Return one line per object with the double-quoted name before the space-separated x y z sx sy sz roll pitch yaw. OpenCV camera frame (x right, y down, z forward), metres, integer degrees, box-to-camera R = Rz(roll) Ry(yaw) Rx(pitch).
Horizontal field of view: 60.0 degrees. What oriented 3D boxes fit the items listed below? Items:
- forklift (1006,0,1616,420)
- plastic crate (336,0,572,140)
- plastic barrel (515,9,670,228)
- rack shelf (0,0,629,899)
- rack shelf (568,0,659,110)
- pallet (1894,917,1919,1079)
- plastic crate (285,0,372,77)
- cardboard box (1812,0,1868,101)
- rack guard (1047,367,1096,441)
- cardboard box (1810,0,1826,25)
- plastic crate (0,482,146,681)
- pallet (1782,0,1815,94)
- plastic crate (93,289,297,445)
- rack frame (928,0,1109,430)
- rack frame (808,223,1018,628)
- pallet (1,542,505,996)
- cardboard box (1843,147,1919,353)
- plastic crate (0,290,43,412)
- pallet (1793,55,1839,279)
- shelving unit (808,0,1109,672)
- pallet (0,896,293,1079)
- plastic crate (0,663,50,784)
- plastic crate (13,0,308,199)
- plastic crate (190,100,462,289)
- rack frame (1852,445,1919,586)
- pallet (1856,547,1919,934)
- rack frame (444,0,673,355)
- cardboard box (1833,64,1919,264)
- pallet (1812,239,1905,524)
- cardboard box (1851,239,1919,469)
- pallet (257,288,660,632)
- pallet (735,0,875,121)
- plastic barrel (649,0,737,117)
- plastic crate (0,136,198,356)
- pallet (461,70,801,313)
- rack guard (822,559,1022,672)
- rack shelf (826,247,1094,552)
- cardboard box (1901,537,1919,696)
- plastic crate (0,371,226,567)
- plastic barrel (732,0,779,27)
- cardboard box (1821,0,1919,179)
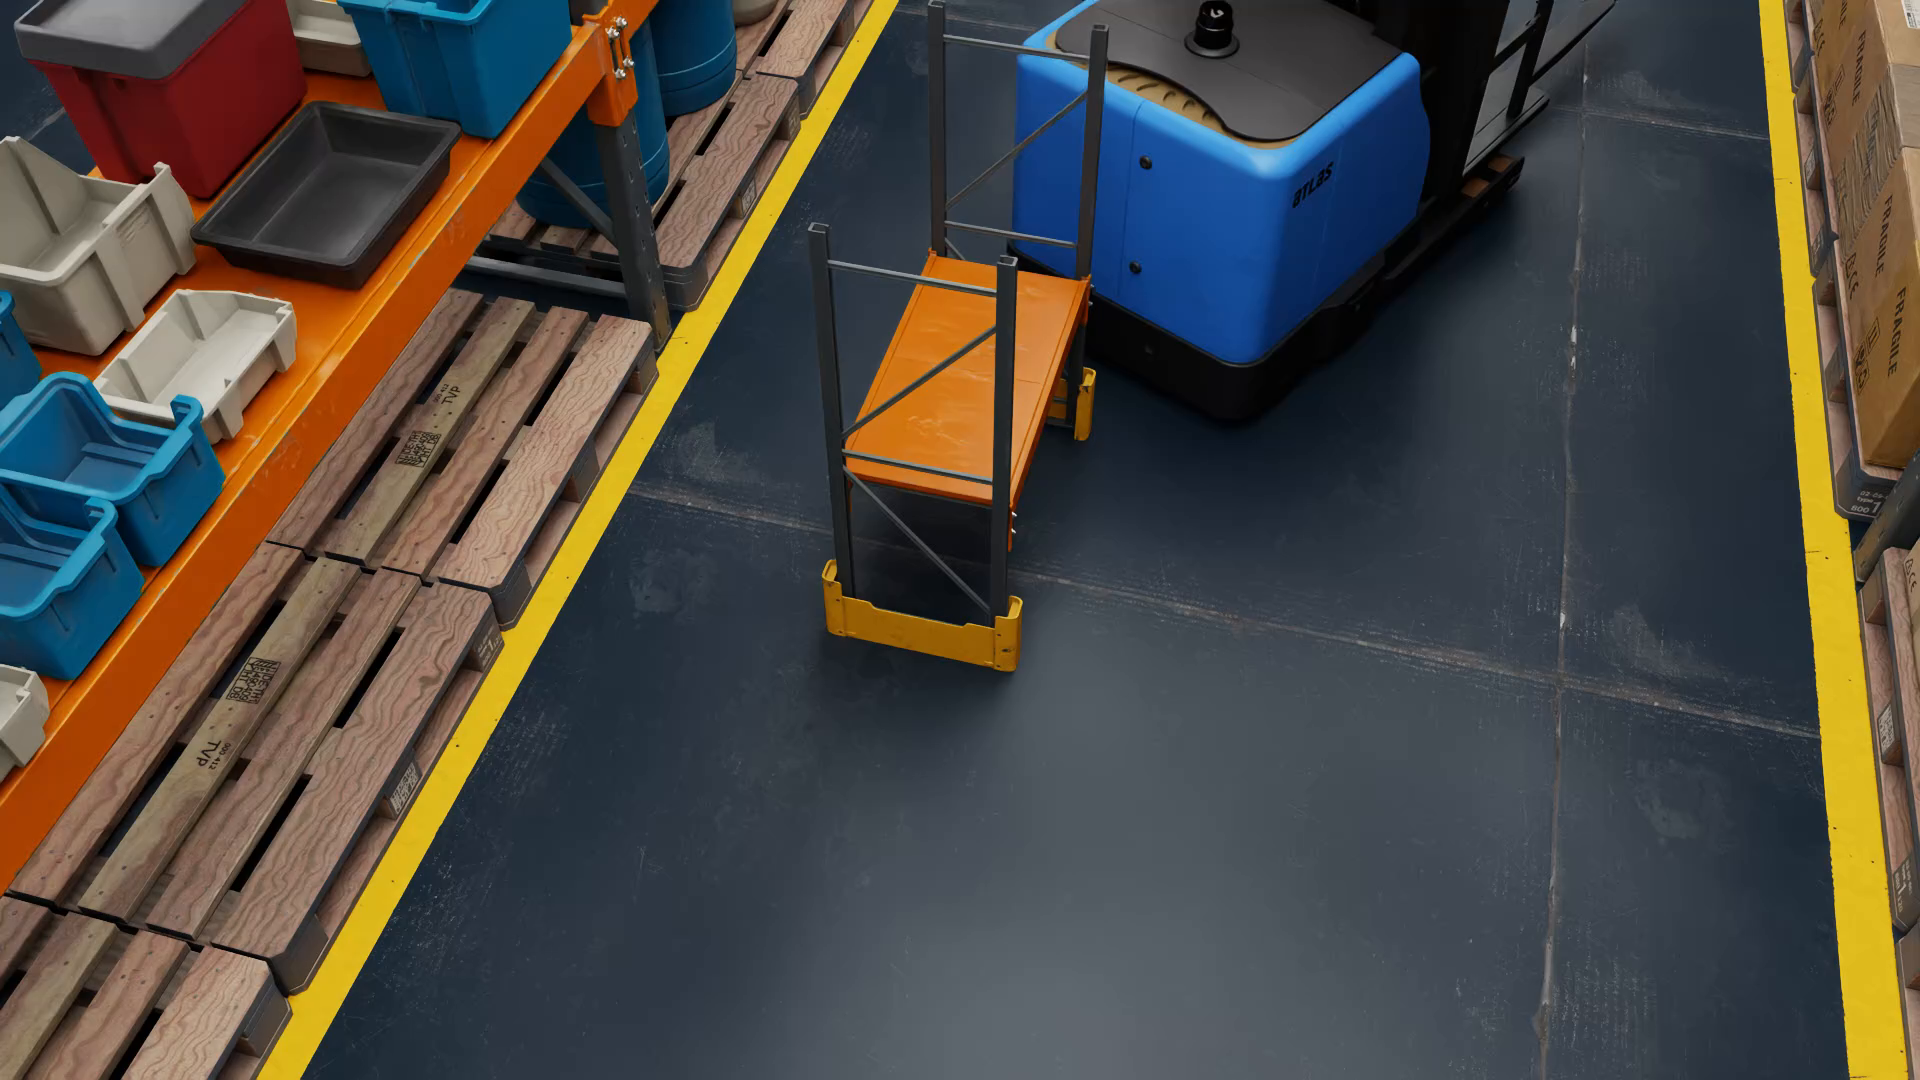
"forklift" 1.505 -2.401 5.414 1.130 2.935 3.031 33 56 26
"plastic crate" -1.311 -1.394 4.450 0.392 0.384 0.575 12 50 10
"plastic barrel" -1.358 -1.619 5.798 0.600 0.901 0.708 12 50 10
"rack shelf" -2.044 -0.099 3.817 1.077 0.370 4.000 12 50 10
"rack shelf" -0.991 -2.993 6.370 1.077 0.370 4.000 12 50 10
"pallet" 2.759 1.501 3.785 1.003 0.211 1.213 12 50 10
"plastic crate" -1.778 -1.408 4.628 0.396 0.136 0.243 12 50 10
"cardboard box" 3.648 -2.001 6.389 0.500 0.500 0.500 11 49 10
"rack guard" 0.151 -0.498 5.523 0.587 0.250 0.087 12 50 10
"cardboard box" 3.785 -2.363 6.709 0.500 0.500 0.500 10 49 9
"plastic crate" -1.841 0.079 3.252 0.416 0.233 0.300 12 50 10
"pallet" 4.080 -2.242 7.088 1.003 0.211 1.213 12 50 10
"plastic crate" -1.686 -0.398 3.736 0.293 0.136 0.466 12 50 10
"rack frame" 0.156 -0.926 5.067 0.500 1.500 0.032 12 50 10
"rack frame" -0.111 -0.190 4.418 0.500 1.500 0.032 12 50 10
"pallet" -1.993 0.563 4.612 1.003 0.211 1.213 12 50 10
"cardboard box" 3.252 -0.892 5.410 0.500 0.500 0.500 12 50 10
"plastic crate" -2.277 -0.391 3.666 0.416 0.233 0.300 12 50 10
"pallet" 3.757 -1.362 6.312 1.003 0.211 1.213 12 50 10
"shelving unit" 0.020 -0.551 4.736 0.587 1.500 1.083 12 50 10
"pallet" -2.316 1.443 3.836 1.003 0.211 1.213 12 50 10
"plastic crate" -1.845 0.357 3.070 0.250 0.136 0.298 12 50 10
"plastic crate" -1.995 -1.229 4.251 0.402 0.464 0.583 12 50 10
"plastic crate" -1.553 -0.850 4.143 0.437 0.125 0.590 12 50 10
"rack frame" 3.260 -0.804 3.959 1.000 3.000 0.127 12 50 10
"pallet" 3.078 0.615 4.566 1.003 0.211 1.213 12 50 10
"rack frame" -1.518 -1.784 4.824 1.000 3.000 0.127 12 50 10
"cardboard box" 3.384 -1.254 5.730 0.500 0.500 0.500 12 50 11
"pallet" 3.438 -0.477 5.530 1.003 0.211 1.213 12 50 10
"cardboard box" 3.114 -0.536 5.096 0.500 0.500 0.500 11 50 10
"pallet" -1.674 -0.322 5.393 1.003 0.211 1.213 12 50 10
"pallet" -0.955 -2.297 7.136 1.003 0.211 1.213 12 50 10
"plastic barrel" -1.172 -2.131 6.250 0.600 0.901 0.708 12 50 10
"plastic crate" -2.097 -0.697 3.903 0.437 0.282 0.530 12 50 10
"pallet" -1.274 -1.411 6.355 1.003 0.211 1.213 12 50 10
"rack guard" -0.111 0.222 4.887 0.587 0.250 0.087 12 50 10
"rack shelf" 0.022 -0.439 4.877 0.538 0.185 1.000 12 50 10
"cardboard box" 2.941 0.201 4.572 0.500 0.311 0.500 12 50 10
"plastic crate" -1.762 -0.138 3.443 0.416 0.233 0.300 12 50 10
"plastic barrel" -0.937 -2.393 6.741 0.421 0.512 0.421 0 49 0
"cardboard box" 3.516 -1.623 6.055 0.500 0.500 0.500 10 49 9
